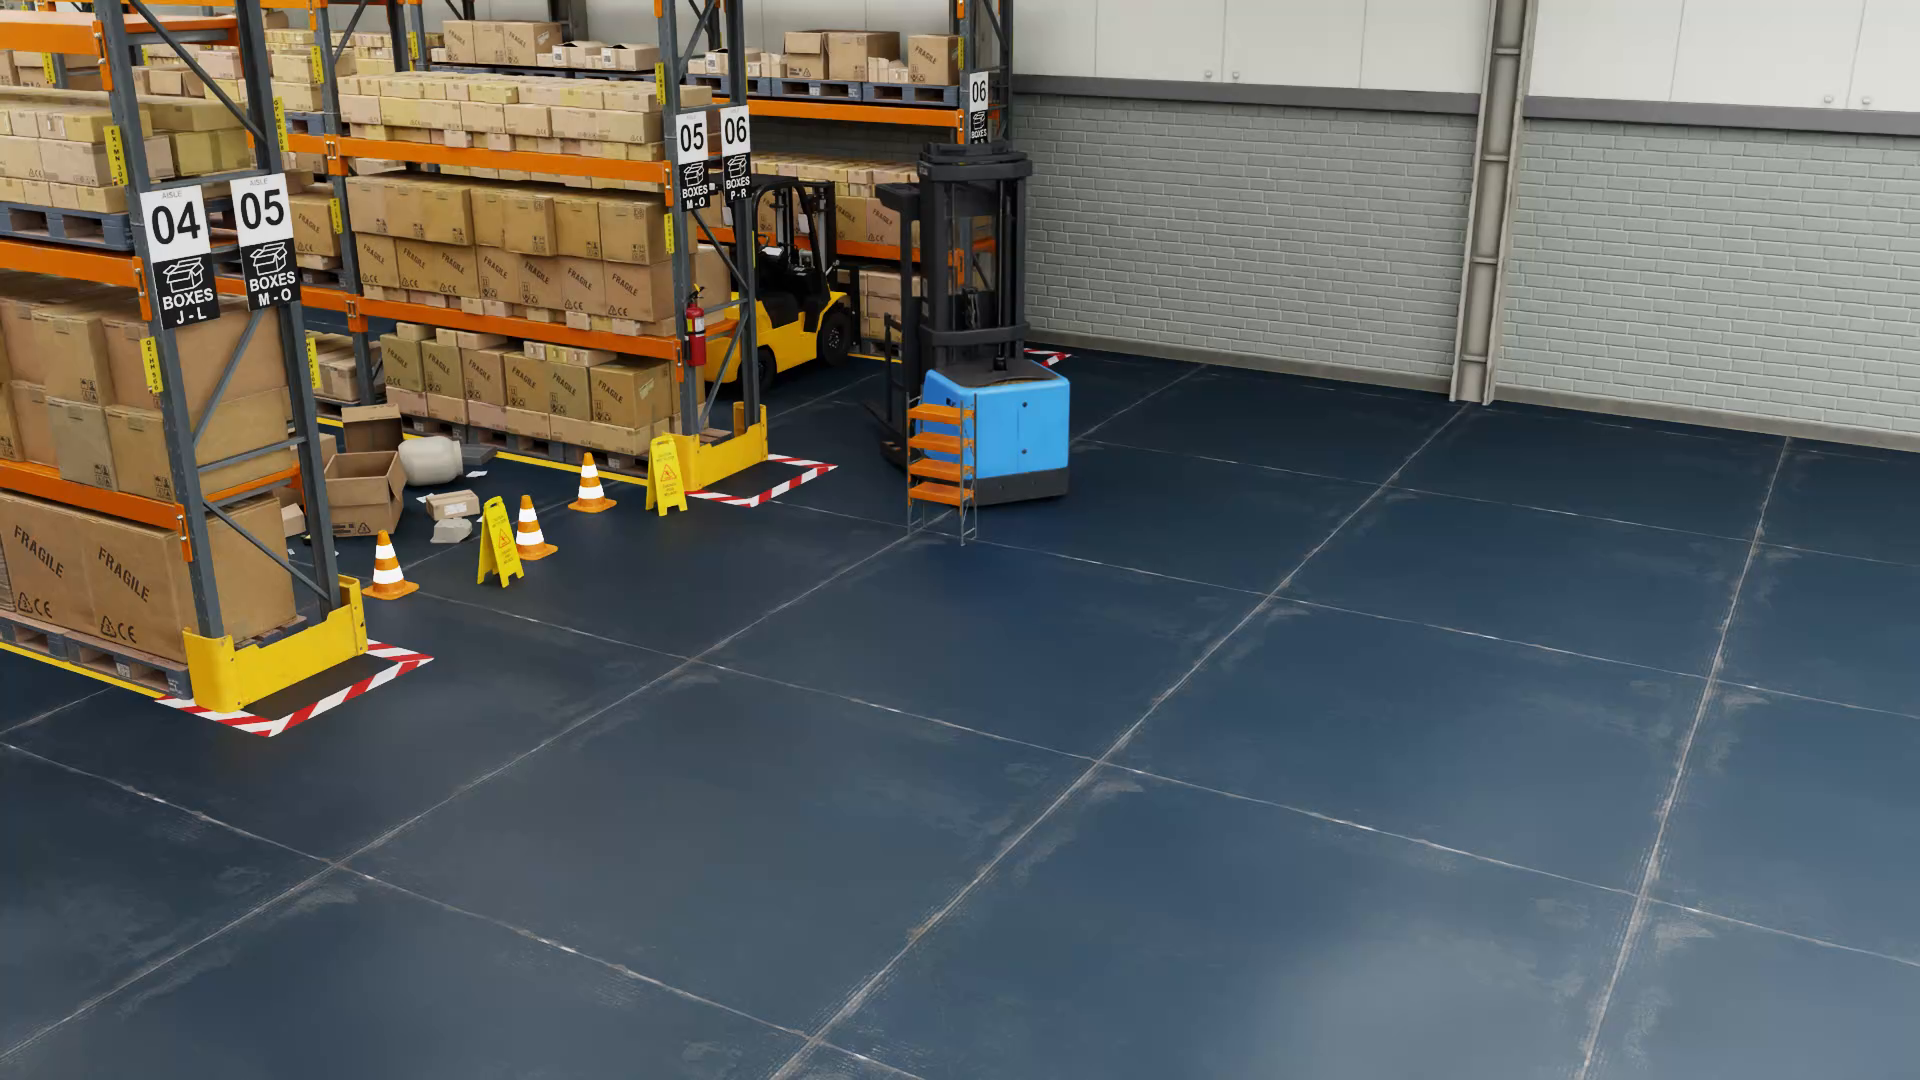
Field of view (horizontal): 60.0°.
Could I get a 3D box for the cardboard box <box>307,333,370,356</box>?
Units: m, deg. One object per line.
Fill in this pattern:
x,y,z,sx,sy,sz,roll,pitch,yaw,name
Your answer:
-6.709,-1.848,17.300,0.625,0.372,0.950,12,23,31,cardboard box

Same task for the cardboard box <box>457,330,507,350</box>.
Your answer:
-4.471,-1.898,15.563,0.250,0.149,0.380,12,23,30,cardboard box

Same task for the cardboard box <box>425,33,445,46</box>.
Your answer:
-6.881,-6.635,22.058,0.250,0.149,0.380,10,22,25,cardboard box

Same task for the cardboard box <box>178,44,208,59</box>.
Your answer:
-10.730,-6.975,23.580,0.500,0.250,0.500,11,23,28,cardboard box

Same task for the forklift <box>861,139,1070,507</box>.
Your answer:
-0.093,-2.117,14.902,1.130,2.935,3.031,-8,21,-21,forklift

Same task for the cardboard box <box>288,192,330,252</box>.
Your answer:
-6.569,-3.156,16.468,0.500,0.500,0.500,11,23,28,cardboard box

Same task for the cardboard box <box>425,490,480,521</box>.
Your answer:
-4.257,-0.292,13.953,0.380,0.149,0.250,-11,23,-29,cardboard box

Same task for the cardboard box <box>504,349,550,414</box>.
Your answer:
-3.849,-1.501,15.420,0.500,0.500,0.500,10,22,26,cardboard box

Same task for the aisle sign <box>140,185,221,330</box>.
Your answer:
-4.538,-1.647,9.693,0.004,0.787,0.394,11,23,27,aisle sign

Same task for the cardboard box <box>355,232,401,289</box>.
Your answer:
-5.372,-2.712,15.860,0.500,0.500,0.500,11,23,27,cardboard box

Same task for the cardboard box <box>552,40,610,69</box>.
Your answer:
-4.623,-5.948,20.332,0.500,0.311,0.500,10,22,25,cardboard box

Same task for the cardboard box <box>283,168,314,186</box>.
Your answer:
-6.857,-3.704,17.027,0.250,0.149,0.380,12,23,30,cardboard box

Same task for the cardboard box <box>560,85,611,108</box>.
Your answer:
-3.202,-3.800,14.243,0.250,0.149,0.380,11,23,28,cardboard box

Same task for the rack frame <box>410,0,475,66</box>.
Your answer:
-6.695,-7.645,21.244,0.127,3.000,1.000,11,23,27,rack frame

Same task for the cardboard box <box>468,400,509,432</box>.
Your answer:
-4.301,-1.235,15.787,0.500,0.250,0.500,10,22,27,cardboard box

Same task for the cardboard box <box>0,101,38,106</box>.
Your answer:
-5.799,-2.561,10.064,0.250,0.149,0.380,11,23,28,cardboard box

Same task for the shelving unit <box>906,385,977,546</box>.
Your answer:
-0.145,-0.592,13.236,0.503,1.200,0.258,11,23,27,shelving unit

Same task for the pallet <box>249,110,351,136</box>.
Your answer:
-6.107,-4.137,16.249,1.003,0.211,1.213,11,23,27,pallet

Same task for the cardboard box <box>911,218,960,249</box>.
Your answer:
-0.268,-3.545,18.593,0.500,0.500,0.500,10,22,26,cardboard box

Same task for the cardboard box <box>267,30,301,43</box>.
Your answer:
-9.182,-6.848,22.616,0.250,0.149,0.380,11,23,28,cardboard box

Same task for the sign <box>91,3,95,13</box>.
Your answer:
-13.391,-8.143,25.719,0.005,0.325,0.100,11,23,27,sign

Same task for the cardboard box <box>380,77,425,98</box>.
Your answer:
-5.037,-4.117,15.117,0.250,0.149,0.380,10,22,26,cardboard box

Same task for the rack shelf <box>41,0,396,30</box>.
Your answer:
-7.366,-5.308,16.443,4.000,0.370,1.077,11,23,27,rack shelf

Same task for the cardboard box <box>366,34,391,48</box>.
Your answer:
-7.574,-6.565,21.865,0.250,0.149,0.380,10,22,26,cardboard box

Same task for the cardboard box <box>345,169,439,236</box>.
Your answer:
-5.342,-3.200,15.740,0.500,0.500,0.700,11,22,27,cardboard box

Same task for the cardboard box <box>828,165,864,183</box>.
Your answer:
-1.289,-4.165,18.915,0.250,0.149,0.380,11,23,28,cardboard box

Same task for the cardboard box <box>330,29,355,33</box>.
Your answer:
-8.510,-6.903,22.766,0.250,0.149,0.380,11,23,29,cardboard box

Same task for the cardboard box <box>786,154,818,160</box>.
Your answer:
-1.874,-4.522,19.898,0.250,0.149,0.380,10,22,26,cardboard box

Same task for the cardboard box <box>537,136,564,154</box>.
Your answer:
-3.454,-3.459,14.473,0.250,0.149,0.380,11,22,27,cardboard box

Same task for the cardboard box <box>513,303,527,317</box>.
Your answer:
-3.884,-2.156,15.280,0.250,0.149,0.380,11,23,27,cardboard box

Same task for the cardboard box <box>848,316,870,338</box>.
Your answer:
-1.137,-2.555,19.425,0.500,0.250,0.500,11,23,28,cardboard box

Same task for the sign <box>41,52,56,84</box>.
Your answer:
-9.390,-4.873,17.127,0.005,0.325,0.100,11,23,27,sign

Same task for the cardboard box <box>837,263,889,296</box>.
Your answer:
-1.159,-3.017,19.234,0.500,0.250,0.500,11,23,28,cardboard box

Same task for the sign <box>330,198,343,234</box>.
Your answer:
-5.888,-3.060,15.703,0.005,0.325,0.100,11,23,27,sign

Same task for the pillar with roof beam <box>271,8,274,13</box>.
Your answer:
-12.455,-7.413,20.604,0.400,9.000,9.100,11,23,27,pillar with roof beam

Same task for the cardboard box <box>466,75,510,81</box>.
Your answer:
-4.320,-4.192,15.322,0.250,0.149,0.380,10,22,26,cardboard box

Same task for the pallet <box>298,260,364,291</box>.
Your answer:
-6.216,-2.762,16.860,1.213,0.211,1.003,11,23,27,pallet

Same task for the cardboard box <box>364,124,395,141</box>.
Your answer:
-5.267,-3.787,15.377,0.250,0.149,0.380,11,23,27,cardboard box

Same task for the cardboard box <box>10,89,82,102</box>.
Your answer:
-5.923,-2.841,10.837,0.250,0.149,0.380,11,23,28,cardboard box

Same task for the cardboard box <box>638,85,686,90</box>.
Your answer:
-2.567,-3.840,14.352,0.250,0.149,0.380,11,23,27,cardboard box

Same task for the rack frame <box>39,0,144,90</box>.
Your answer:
-9.112,-6.167,17.169,0.127,3.000,1.000,11,23,27,rack frame

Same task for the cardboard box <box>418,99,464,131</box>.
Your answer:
-4.484,-3.836,14.926,0.500,0.250,0.500,11,23,28,cardboard box

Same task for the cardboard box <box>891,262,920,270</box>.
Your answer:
-0.476,-3.088,19.428,0.500,0.250,0.500,11,23,27,cardboard box

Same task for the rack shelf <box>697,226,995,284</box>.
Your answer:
-1.457,-3.489,19.639,4.000,0.370,1.077,11,23,27,rack shelf

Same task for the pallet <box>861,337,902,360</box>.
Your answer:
-0.399,-2.298,19.391,1.213,0.211,1.003,11,23,27,pallet

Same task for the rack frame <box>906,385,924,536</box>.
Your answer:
-0.358,-0.632,13.348,0.015,1.200,0.240,11,23,27,rack frame

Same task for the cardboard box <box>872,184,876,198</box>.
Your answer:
-0.795,-3.960,18.786,0.250,0.149,0.380,11,22,27,cardboard box

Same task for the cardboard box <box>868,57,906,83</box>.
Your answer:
-0.803,-5.175,18.269,0.258,0.266,0.396,11,23,27,cardboard box

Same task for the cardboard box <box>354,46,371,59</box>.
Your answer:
-7.794,-6.468,22.033,0.250,0.149,0.380,11,23,27,cardboard box

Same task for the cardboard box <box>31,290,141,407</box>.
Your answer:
-5.284,-1.241,10.584,0.550,0.550,0.875,11,23,27,cardboard box

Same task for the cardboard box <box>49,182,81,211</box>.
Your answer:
-5.129,-2.059,9.849,0.250,0.149,0.380,11,23,28,cardboard box

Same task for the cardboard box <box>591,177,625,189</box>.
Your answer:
-4.209,-4.413,20.619,0.500,0.250,0.500,10,22,26,cardboard box

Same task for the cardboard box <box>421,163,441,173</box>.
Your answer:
-7.068,-5.201,22.543,0.500,0.500,0.500,12,23,30,cardboard box
